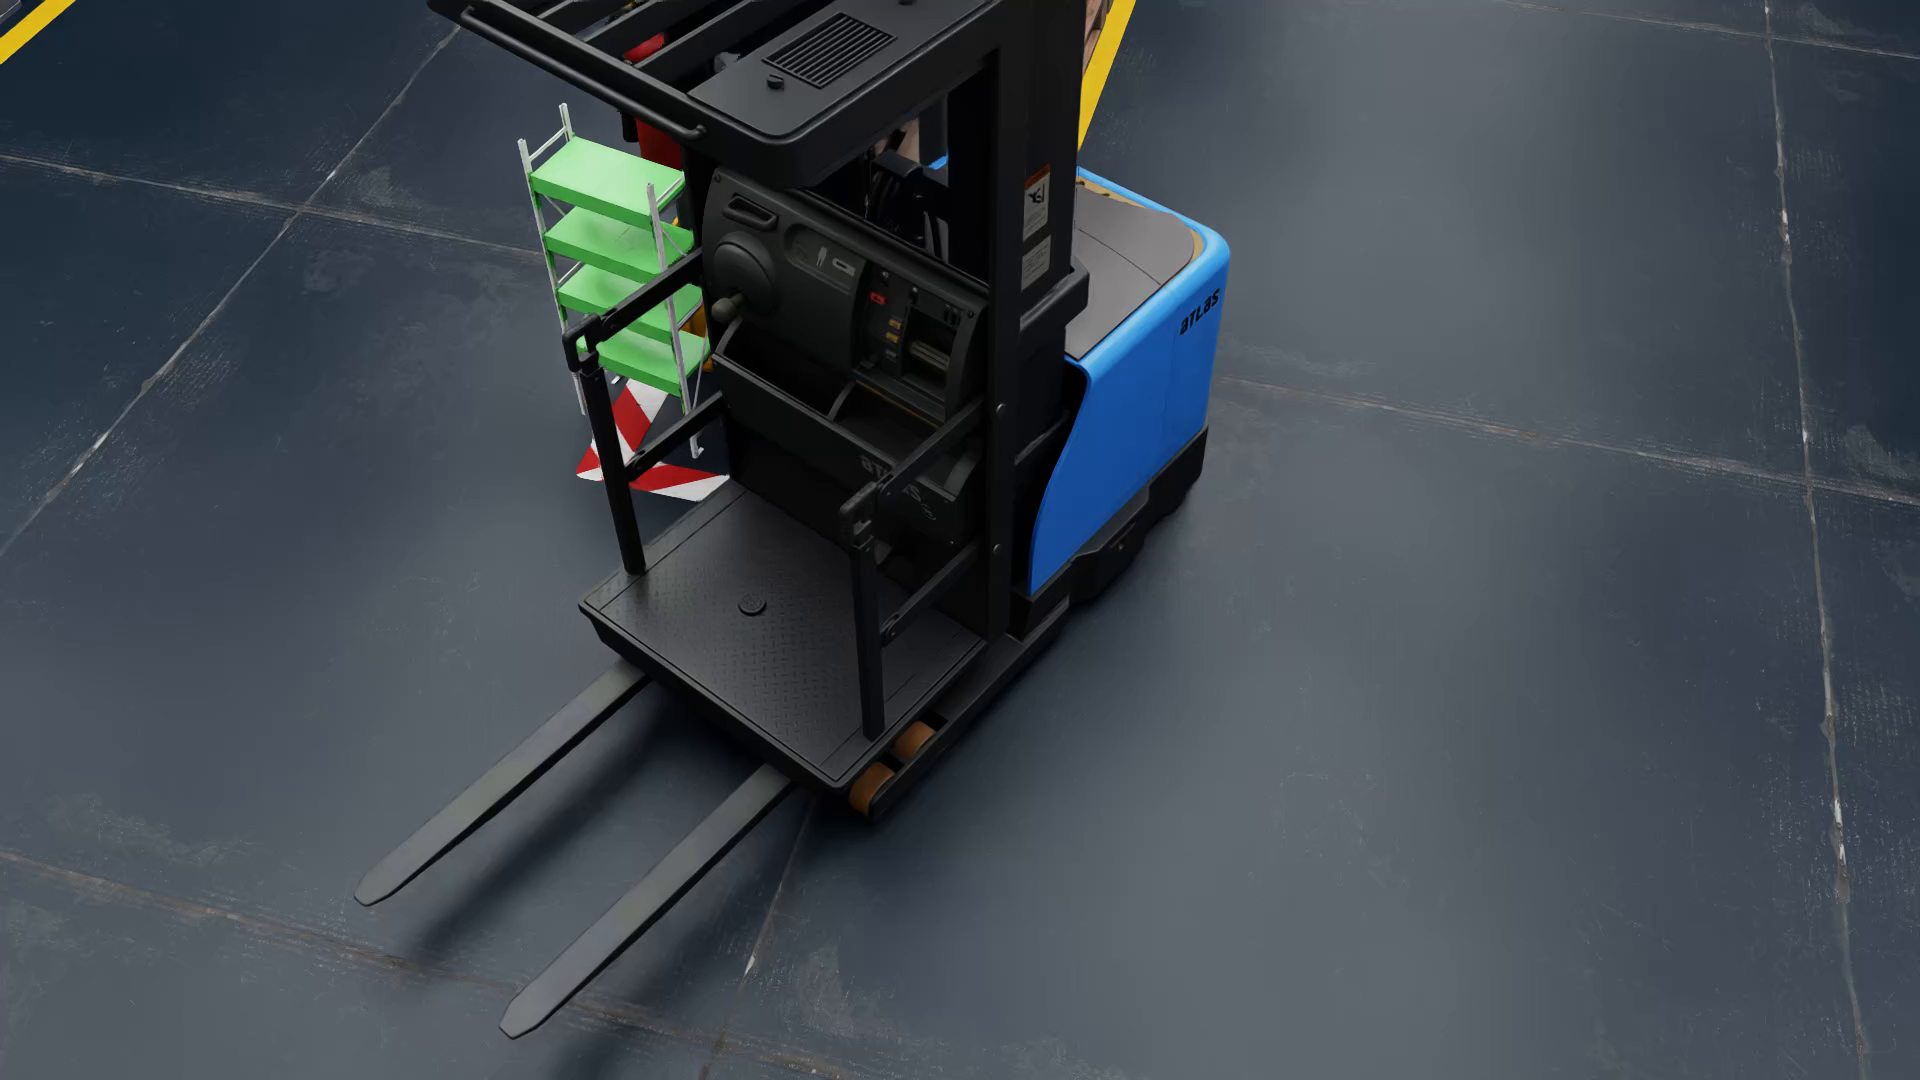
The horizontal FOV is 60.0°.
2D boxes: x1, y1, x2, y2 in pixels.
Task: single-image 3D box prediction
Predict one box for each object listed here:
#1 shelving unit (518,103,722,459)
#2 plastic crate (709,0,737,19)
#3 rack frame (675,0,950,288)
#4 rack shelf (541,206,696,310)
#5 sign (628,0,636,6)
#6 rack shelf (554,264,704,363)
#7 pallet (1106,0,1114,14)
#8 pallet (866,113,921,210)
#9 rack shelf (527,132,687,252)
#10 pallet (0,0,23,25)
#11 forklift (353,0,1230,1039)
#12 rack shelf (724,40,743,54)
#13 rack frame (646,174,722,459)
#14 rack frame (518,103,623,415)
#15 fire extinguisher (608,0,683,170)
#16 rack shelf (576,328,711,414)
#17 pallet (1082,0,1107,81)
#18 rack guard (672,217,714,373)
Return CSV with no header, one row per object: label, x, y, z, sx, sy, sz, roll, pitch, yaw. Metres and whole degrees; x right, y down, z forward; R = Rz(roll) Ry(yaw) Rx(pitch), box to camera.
shelving unit,-1.122,-0.856,5.705,0.503,1.200,0.258,21,52,18
plastic crate,-0.606,-1.992,5.444,0.616,0.435,0.499,12,50,10
rack frame,-0.514,-1.682,5.234,1.000,3.000,0.127,12,50,10
rack shelf,-1.122,-0.972,5.573,0.480,0.148,0.258,21,52,18
sign,-1.049,-1.833,5.258,0.100,0.325,0.005,12,50,10
rack shelf,-1.122,-0.814,5.753,0.480,0.148,0.258,21,52,18
pallet,0.383,-3.113,8.357,1.003,0.211,1.213,12,50,10
pallet,-0.259,-1.348,6.799,1.003,0.211,1.213,12,50,10
rack shelf,-1.122,-1.131,5.393,0.480,0.148,0.258,21,52,18
pallet,-5.157,-2.330,7.666,1.003,0.211,1.213,12,50,10
forklift,-0.463,-0.565,4.294,1.130,2.935,3.031,31,56,25
rack shelf,0.013,-2.890,6.780,1.077,0.370,4.000,12,50,10
rack frame,-0.905,-0.772,5.631,0.015,1.200,0.240,21,52,18
rack frame,-1.339,-0.940,5.779,0.015,1.200,0.240,21,52,18
fire extinguisher,-0.992,-1.513,5.385,0.296,0.674,0.183,12,50,10
rack shelf,-1.122,-0.655,5.933,0.480,0.148,0.258,21,52,18
pallet,0.064,-2.228,7.575,1.003,0.211,1.213,12,50,10
rack guard,-0.507,-0.835,6.153,1.175,0.500,0.348,12,50,10
